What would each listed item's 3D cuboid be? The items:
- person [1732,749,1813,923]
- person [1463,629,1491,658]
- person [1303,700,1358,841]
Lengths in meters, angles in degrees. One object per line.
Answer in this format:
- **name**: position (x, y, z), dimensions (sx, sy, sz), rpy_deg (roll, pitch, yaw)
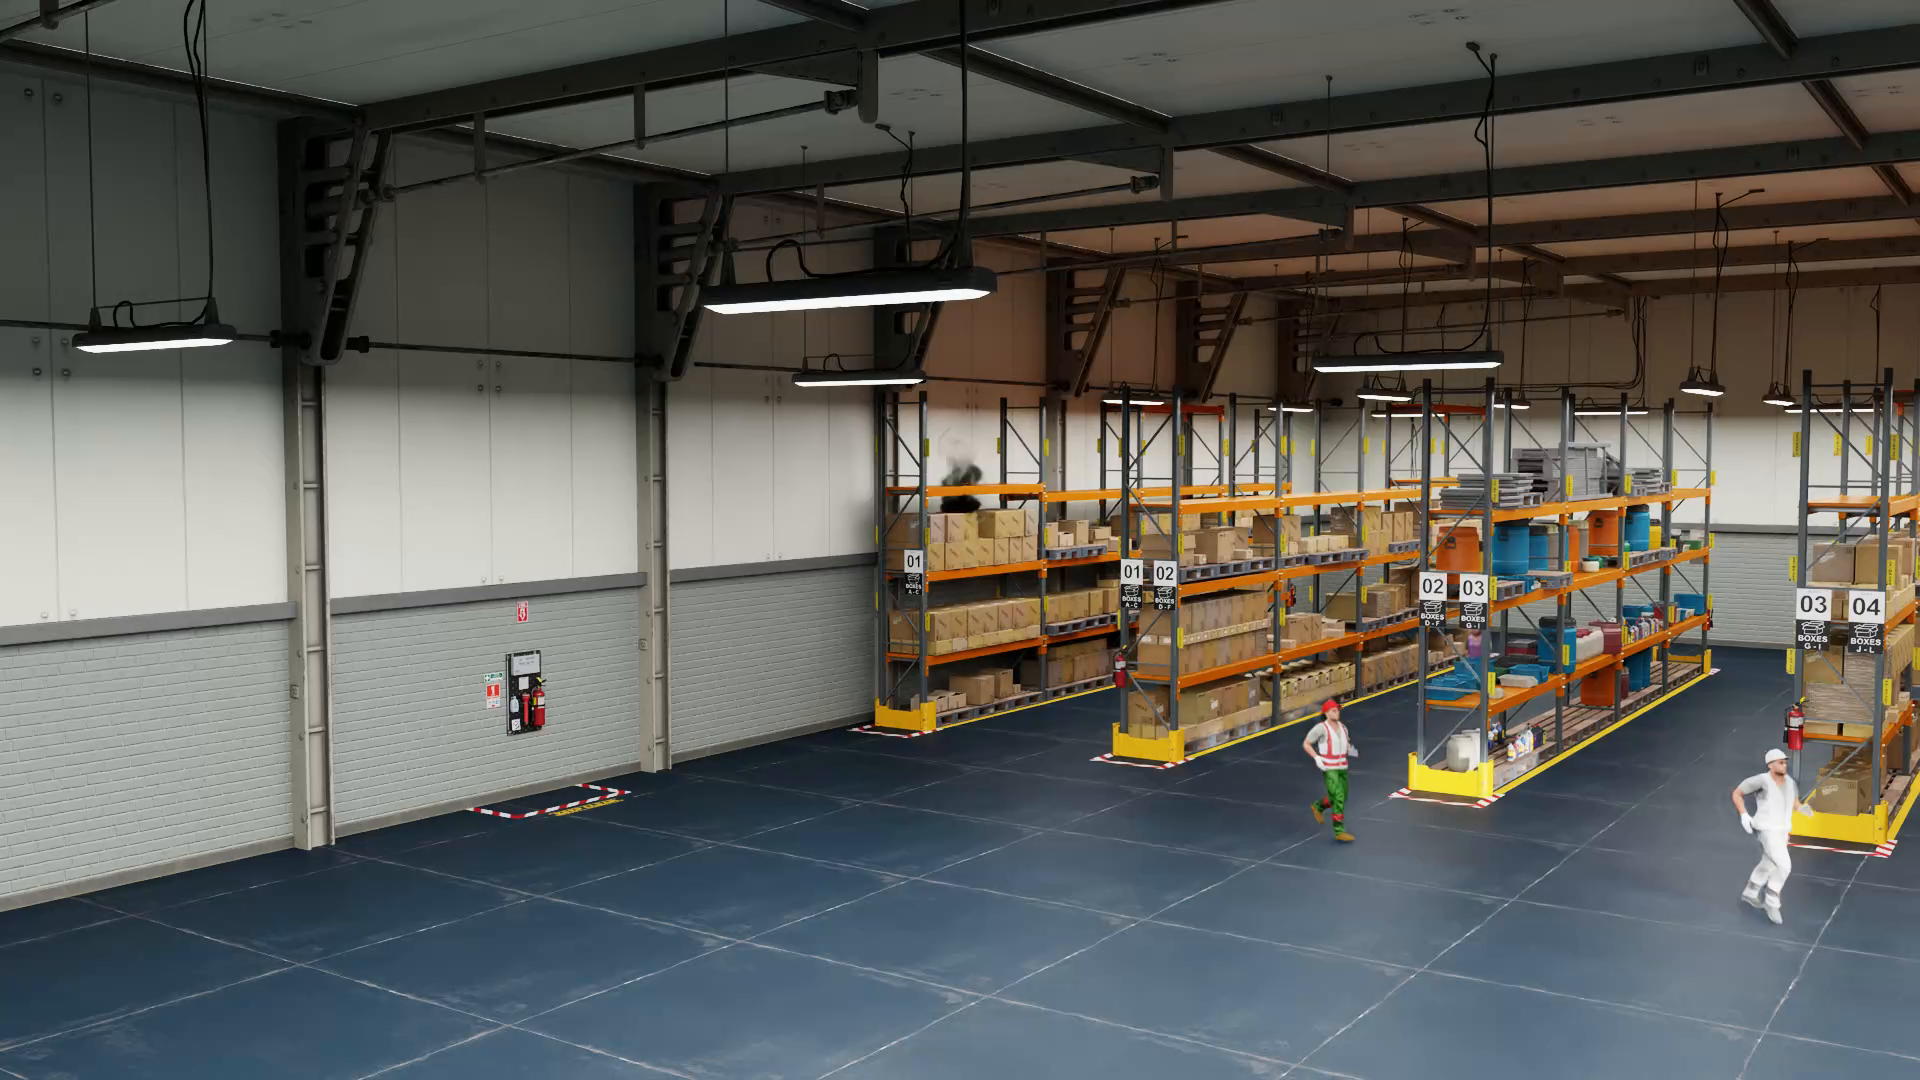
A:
- **person**: position (8.684, 3.136, 17.730), dimensions (0.637, 1.834, 0.767), rpy_deg (-2, 4, -26)
- **person**: position (10.124, 2.413, 32.620), dimensions (0.512, 1.554, 0.530), rpy_deg (2, 4, 28)
- **person**: position (4.775, 2.938, 21.342), dimensions (0.668, 1.760, 0.830), rpy_deg (-2, 4, -32)
